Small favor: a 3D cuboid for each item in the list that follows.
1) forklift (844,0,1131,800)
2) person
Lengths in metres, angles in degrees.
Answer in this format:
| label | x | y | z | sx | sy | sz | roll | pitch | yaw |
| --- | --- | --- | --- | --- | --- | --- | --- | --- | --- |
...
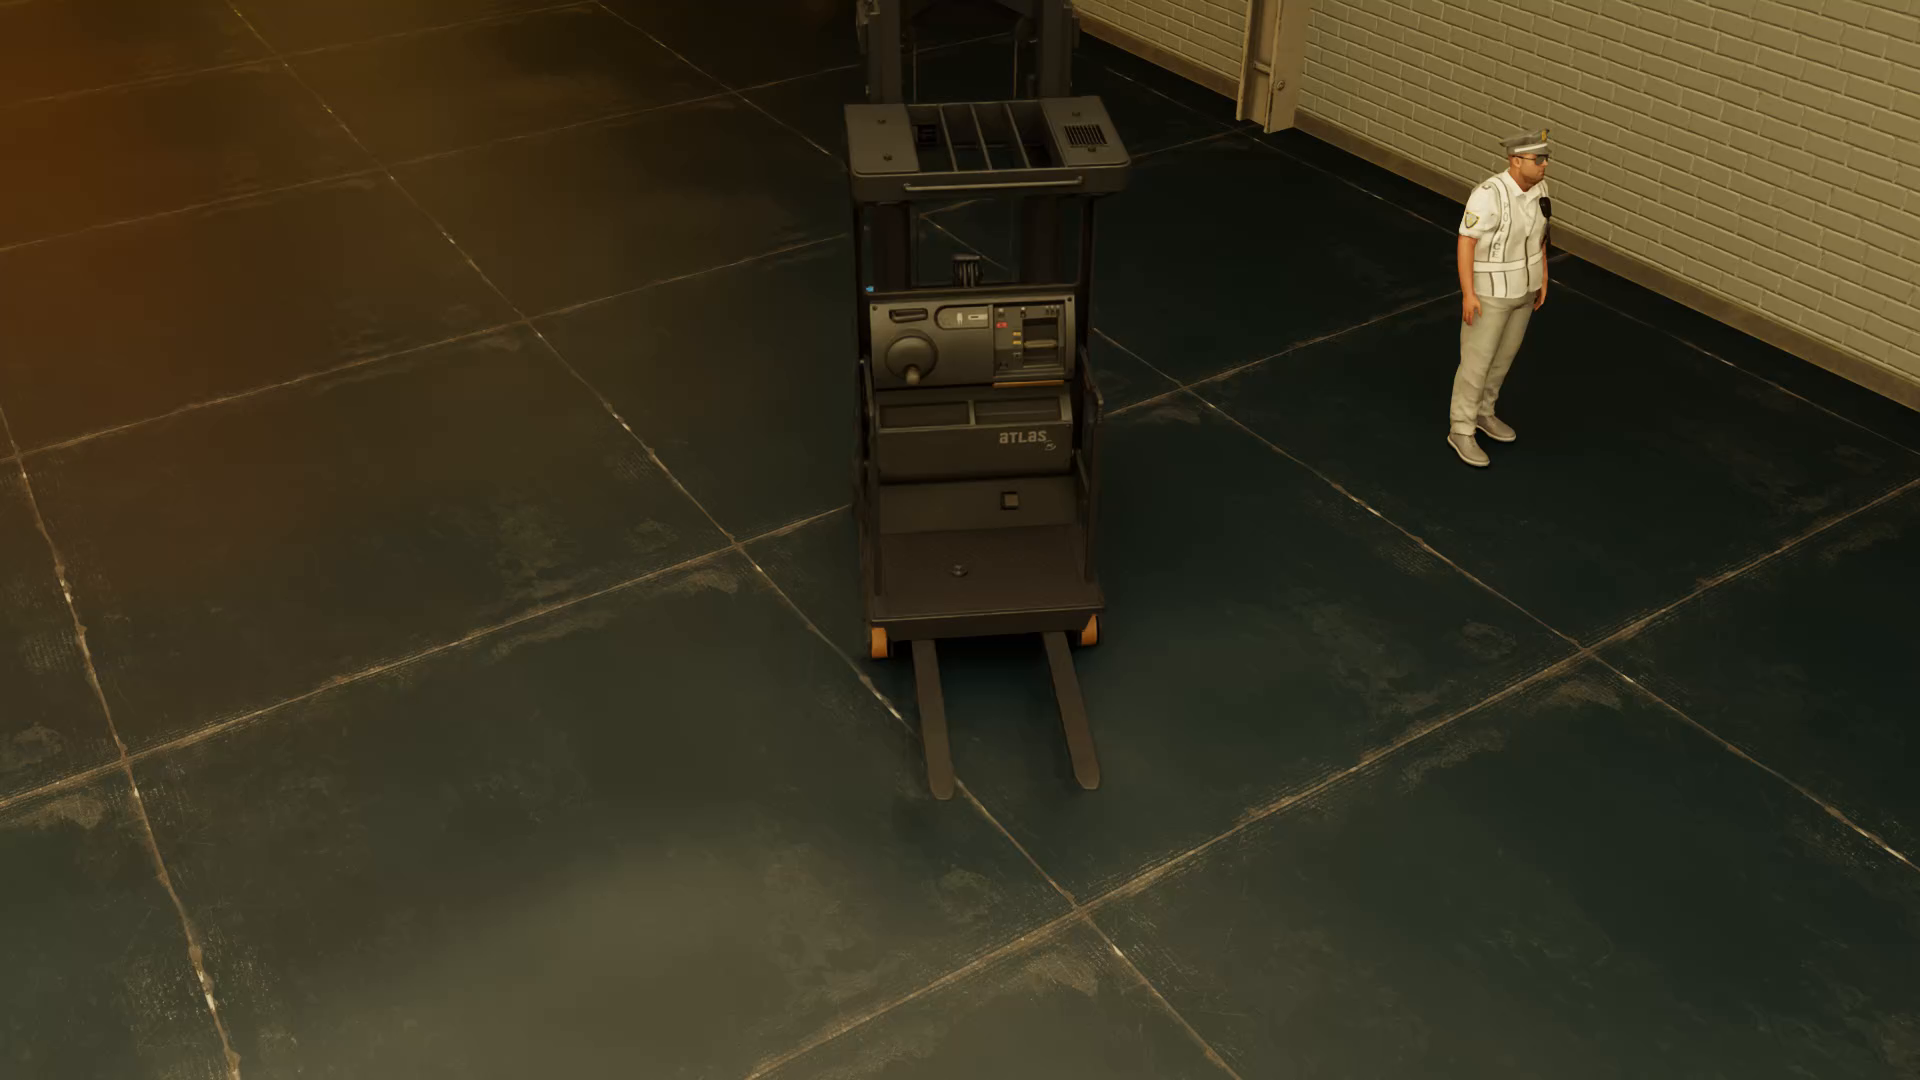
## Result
| label | x | y | z | sx | sy | sz | roll | pitch | yaw |
| --- | --- | --- | --- | --- | --- | --- | --- | --- | --- |
| forklift | 0.084 | -0.841 | 7.344 | 1.130 | 2.935 | 3.031 | -3 | 35 | -5 |
| person | 3.002 | -1.345 | 9.049 | 0.638 | 1.781 | 0.576 | -19 | 39 | -25 |
